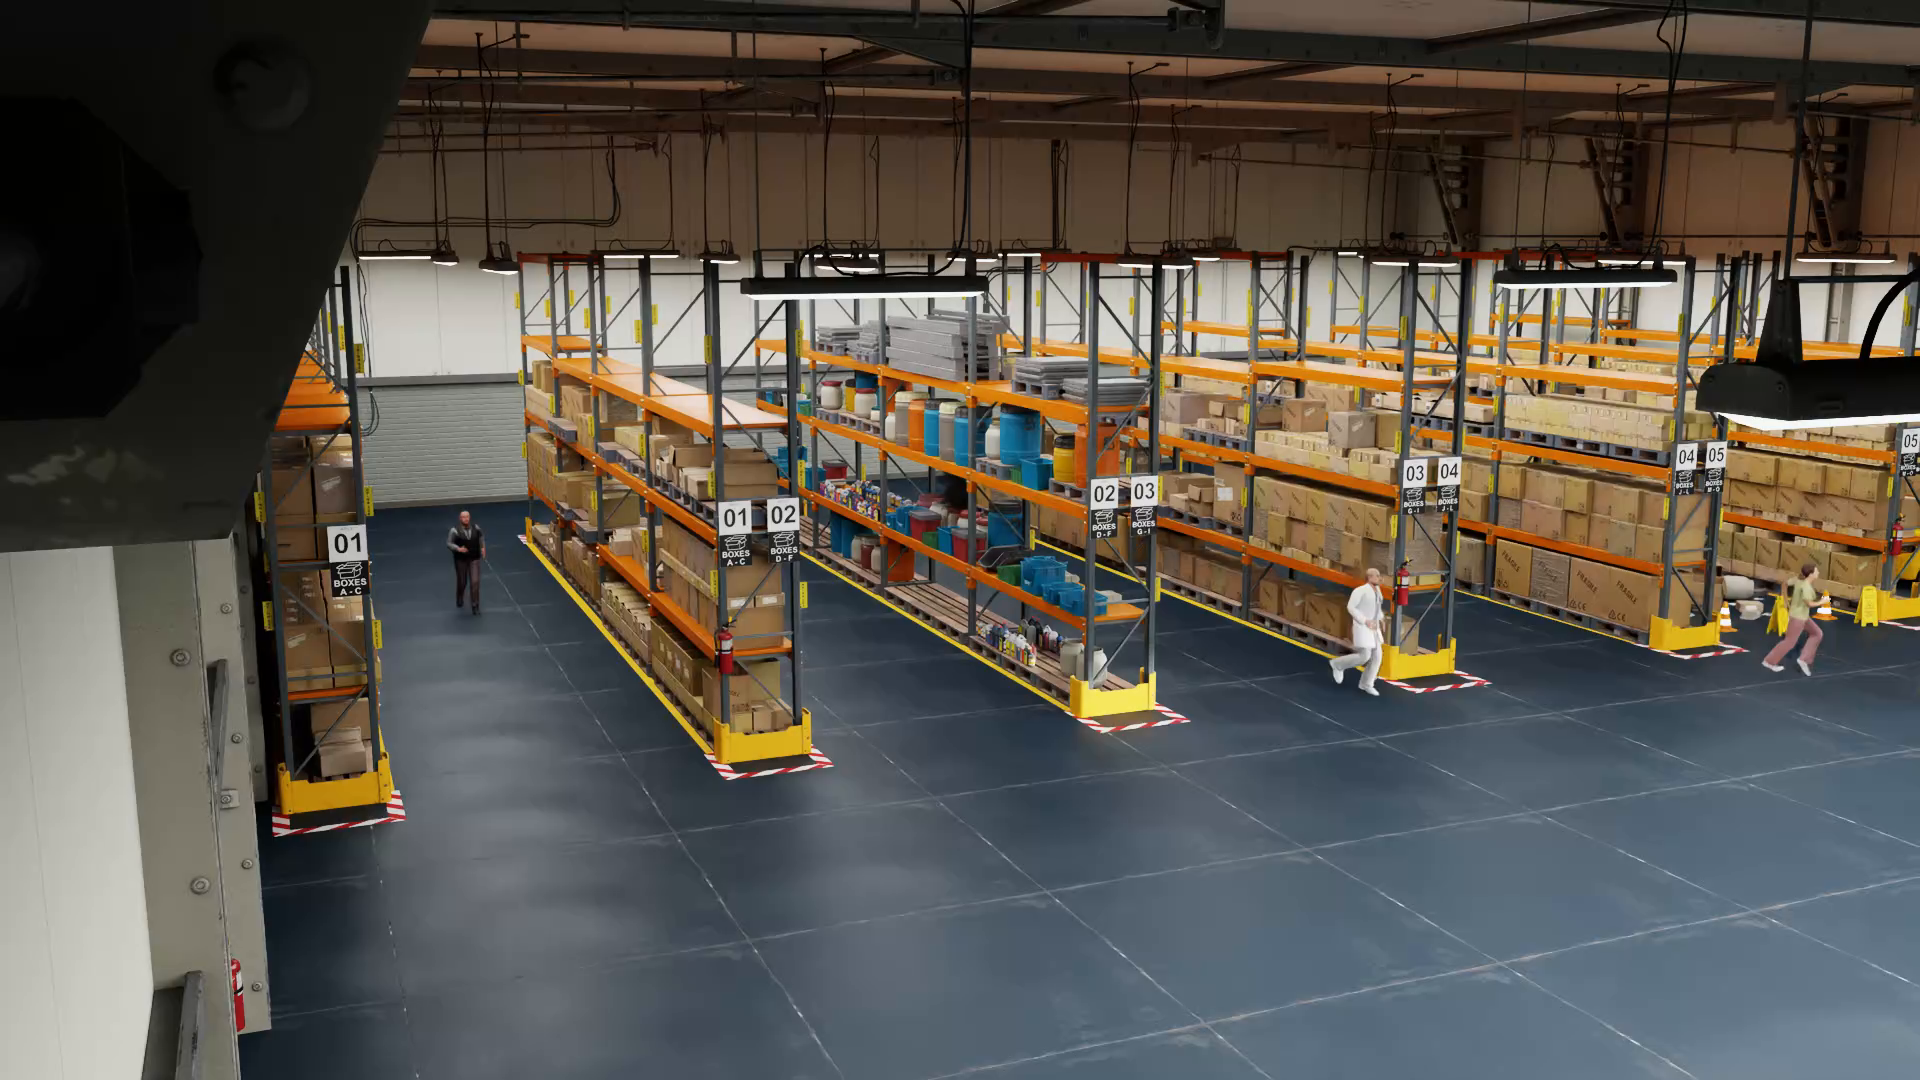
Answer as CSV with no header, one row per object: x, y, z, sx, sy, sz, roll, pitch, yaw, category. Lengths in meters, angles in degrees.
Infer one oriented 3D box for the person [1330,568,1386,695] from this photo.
5.684,1.263,23.458,0.774,1.779,0.762,9,14,42,person

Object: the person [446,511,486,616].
-8.373,0.365,28.249,0.676,1.751,0.854,-6,12,-28,person

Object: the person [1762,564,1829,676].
12.144,1.156,24.125,0.779,1.665,0.601,3,11,17,person
